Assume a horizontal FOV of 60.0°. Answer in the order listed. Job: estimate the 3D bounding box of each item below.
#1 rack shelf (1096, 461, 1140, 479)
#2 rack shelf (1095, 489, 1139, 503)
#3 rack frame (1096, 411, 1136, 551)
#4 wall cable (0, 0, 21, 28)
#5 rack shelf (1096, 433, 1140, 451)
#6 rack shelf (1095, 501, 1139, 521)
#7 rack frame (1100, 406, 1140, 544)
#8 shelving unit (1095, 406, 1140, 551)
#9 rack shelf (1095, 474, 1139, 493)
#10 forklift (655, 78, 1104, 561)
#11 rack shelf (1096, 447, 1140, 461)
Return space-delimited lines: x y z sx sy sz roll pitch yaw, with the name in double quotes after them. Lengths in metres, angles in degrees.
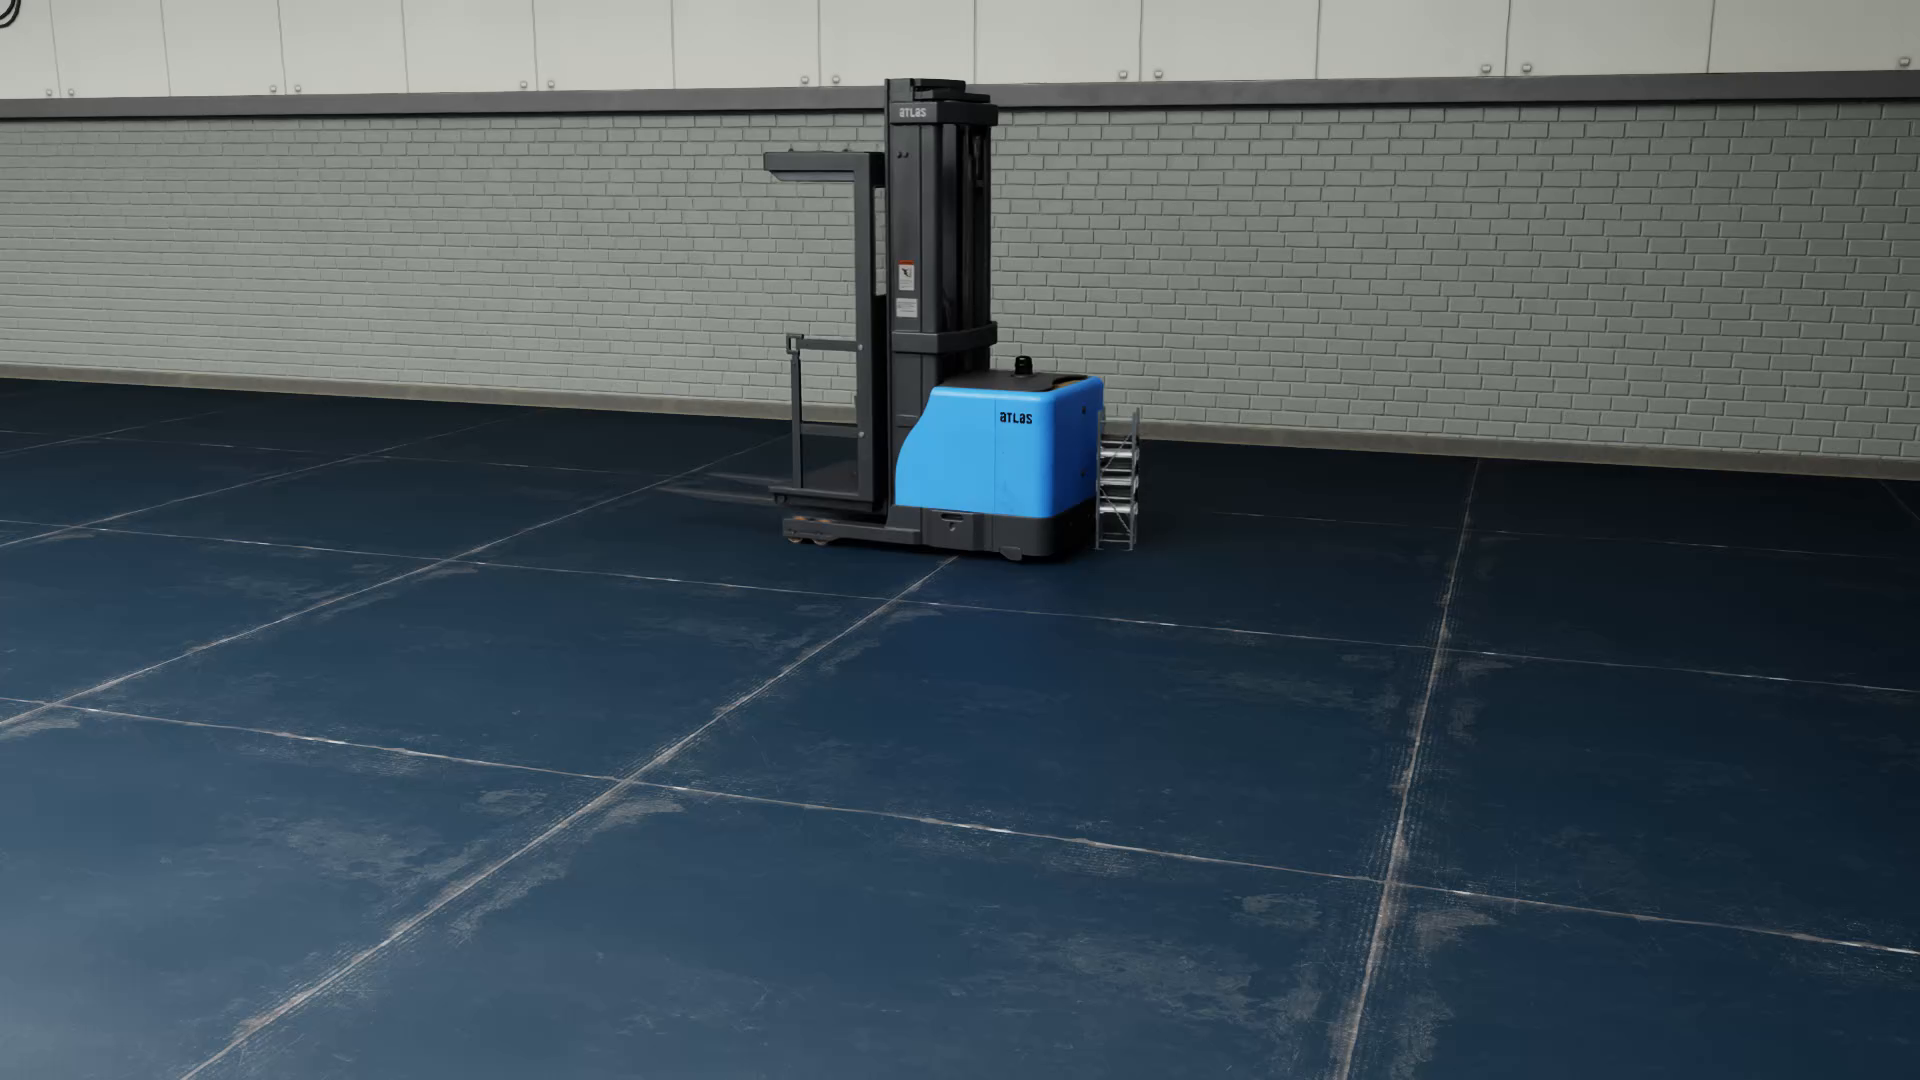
1.013 -0.450 10.683 0.258 0.077 0.200 3 13 12 "rack shelf"
1.013 -0.275 10.723 0.258 0.077 0.200 3 13 12 "rack shelf"
0.991 -0.373 10.599 0.240 0.900 0.006 3 13 12 "rack frame"
-11.239 -7.924 17.838 2.305 6.003 0.169 4 14 18 "wall cable"
1.013 -0.626 10.643 0.258 0.077 0.200 3 13 12 "rack shelf"
1.013 -0.187 10.743 0.258 0.077 0.200 3 13 12 "rack shelf"
1.035 -0.417 10.793 0.240 0.900 0.006 3 13 12 "rack frame"
1.013 -0.395 10.696 0.258 0.900 0.210 3 13 12 "shelving unit"
1.013 -0.362 10.703 0.258 0.077 0.200 3 13 12 "rack shelf"
-0.608 -1.497 10.959 3.031 2.935 1.130 6 14 24 "forklift"
1.013 -0.538 10.663 0.258 0.077 0.200 3 13 12 "rack shelf"
